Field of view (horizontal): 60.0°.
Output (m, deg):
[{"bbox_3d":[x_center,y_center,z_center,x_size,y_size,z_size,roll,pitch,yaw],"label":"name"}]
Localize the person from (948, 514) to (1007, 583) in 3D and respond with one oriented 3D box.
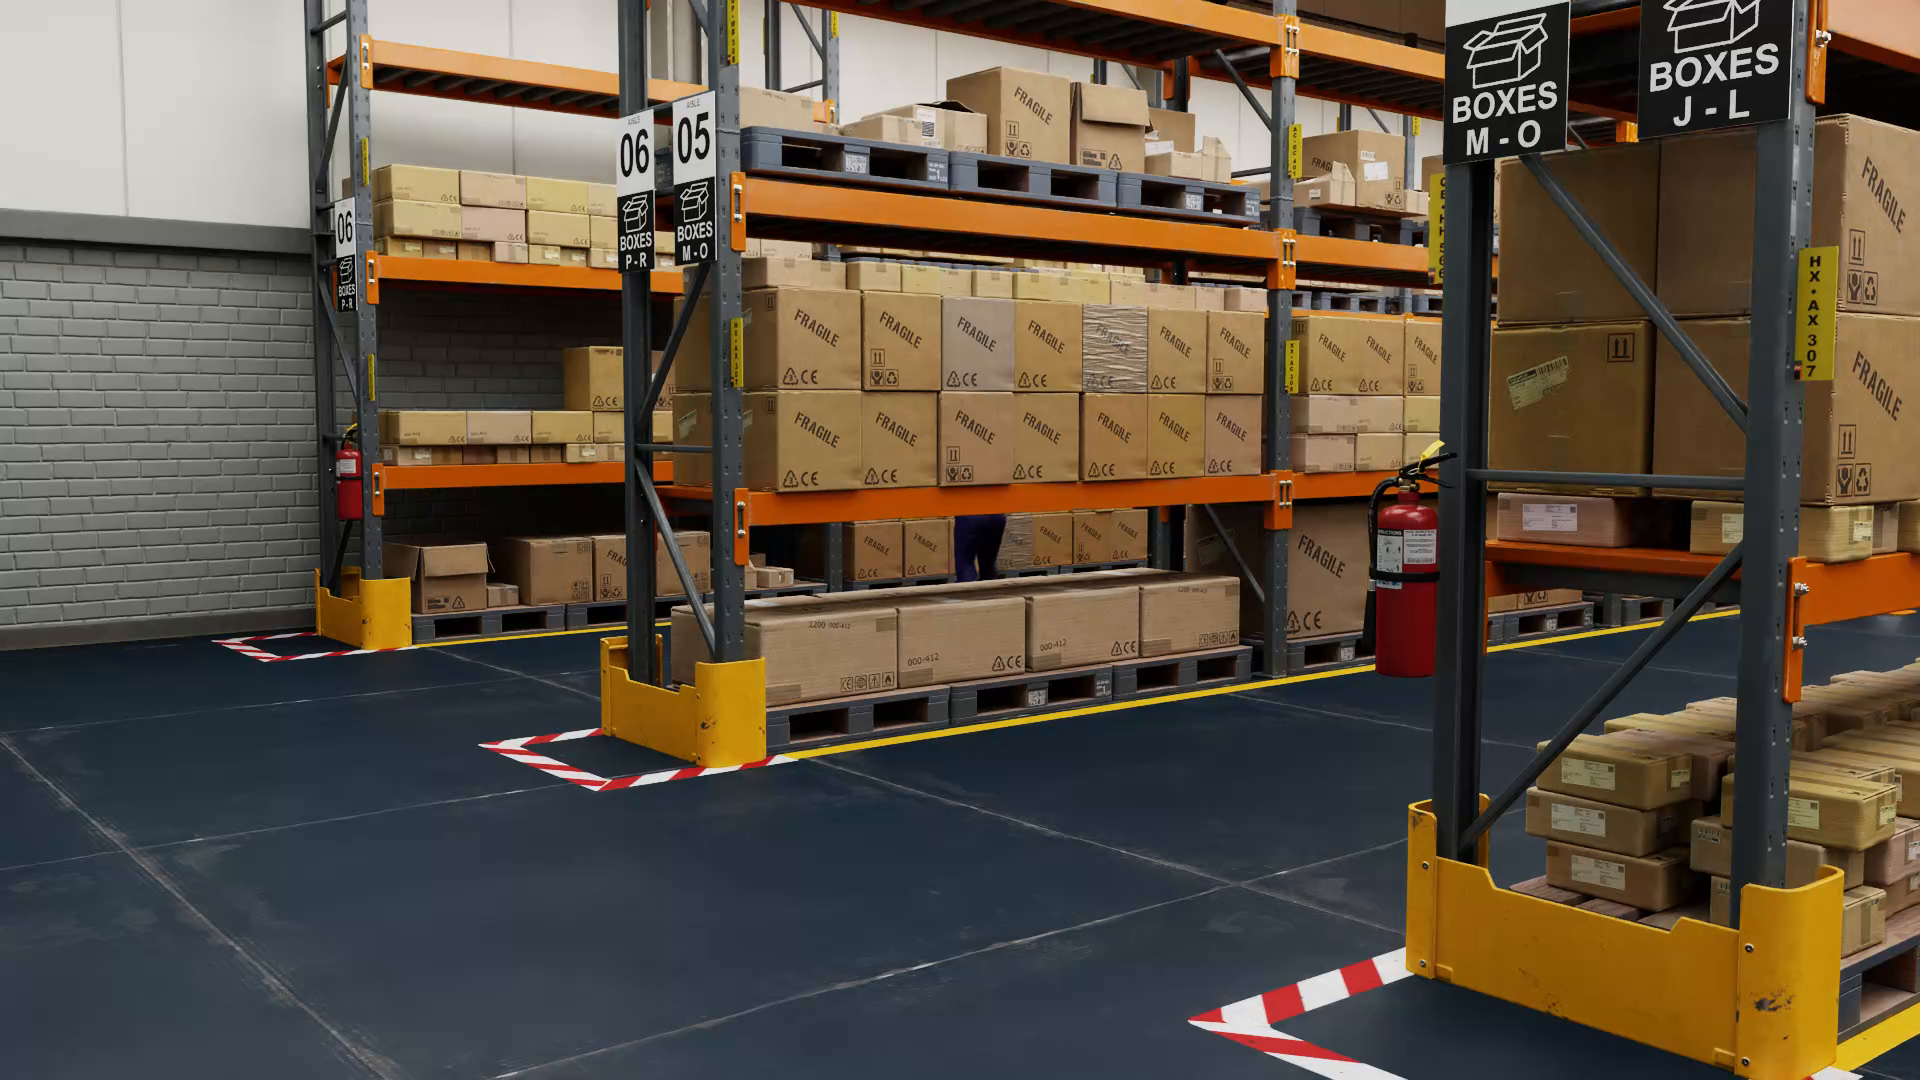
[{"bbox_3d":[0.100,-0.157,13.450,0.455,1.636,0.511,-3,6,-37],"label":"person"}]
